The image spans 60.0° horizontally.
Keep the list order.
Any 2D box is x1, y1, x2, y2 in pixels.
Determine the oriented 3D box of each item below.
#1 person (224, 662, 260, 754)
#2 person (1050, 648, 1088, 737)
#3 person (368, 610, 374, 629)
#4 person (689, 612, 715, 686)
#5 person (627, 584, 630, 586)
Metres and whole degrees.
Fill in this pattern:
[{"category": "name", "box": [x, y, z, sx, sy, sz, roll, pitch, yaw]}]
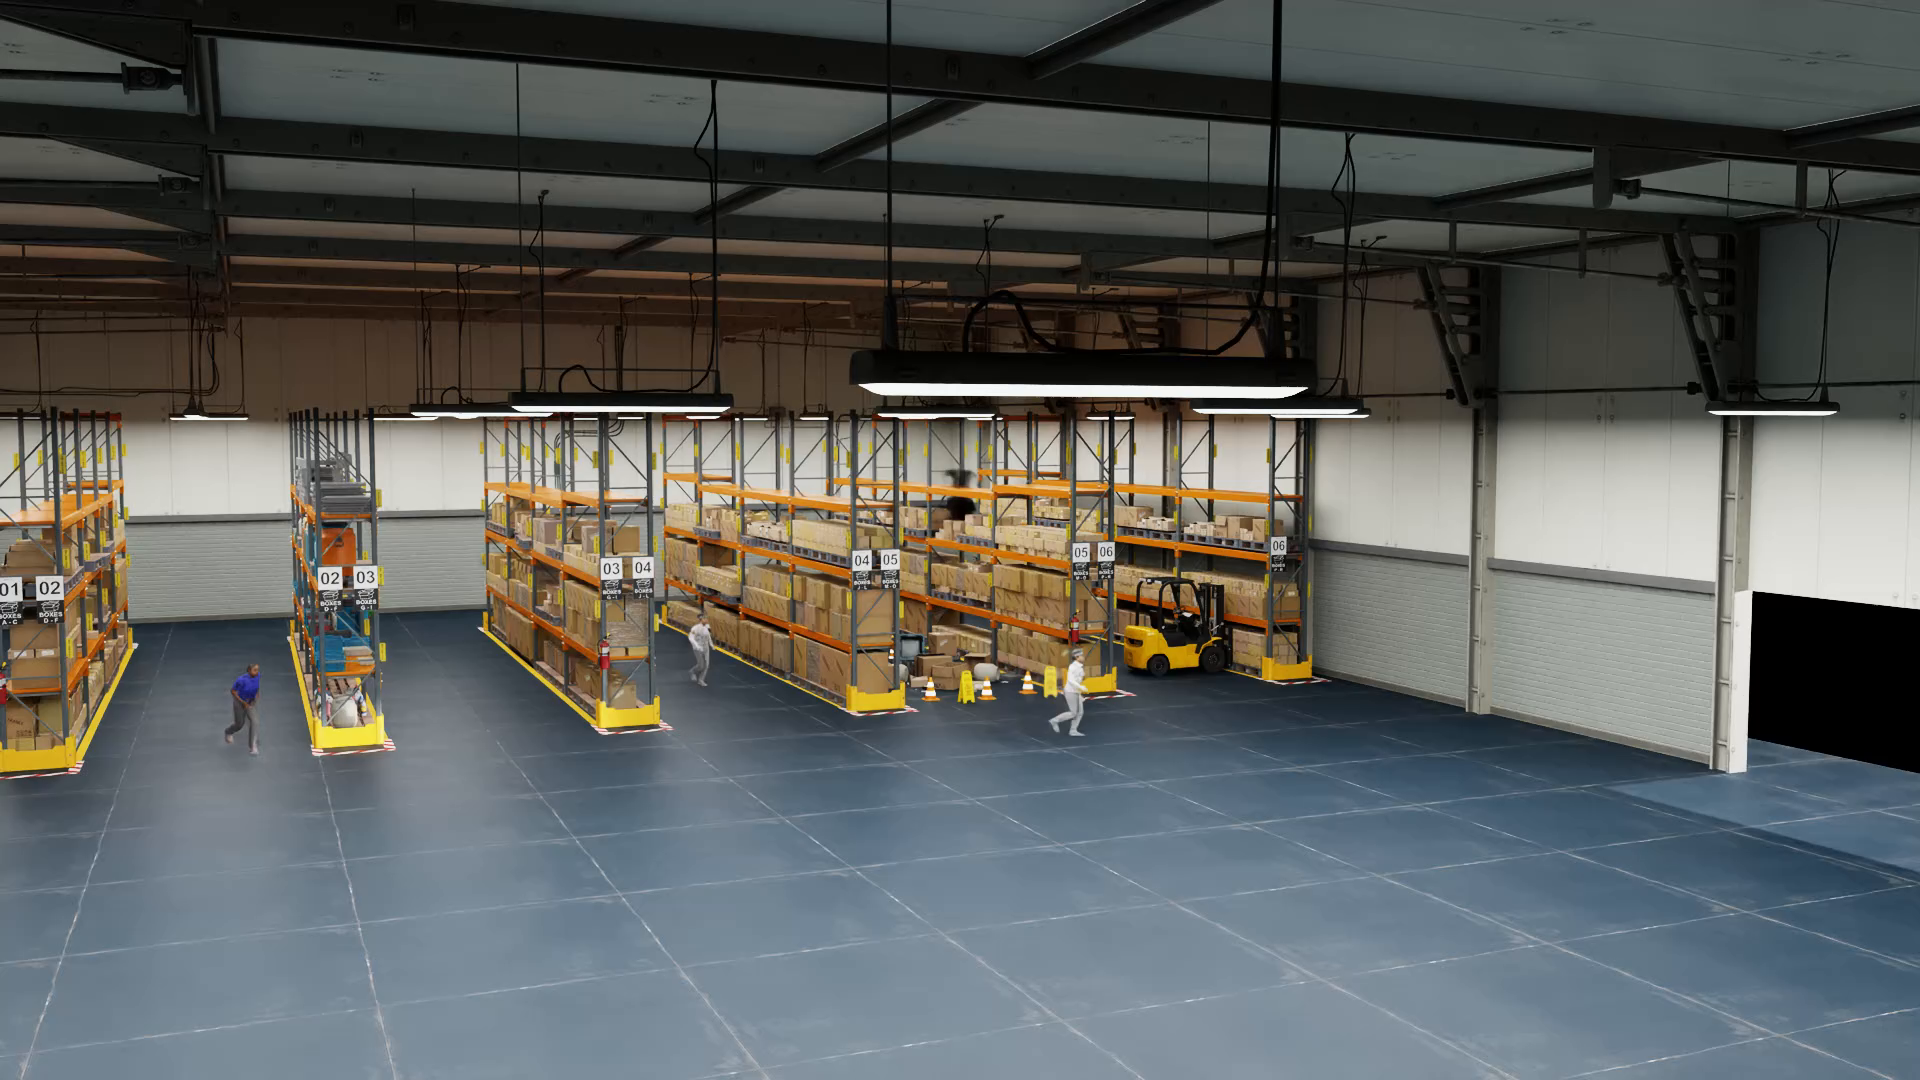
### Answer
[{"category": "person", "box": [-12.560, 2.923, 29.100, 0.960, 1.602, 0.598, 2, 5, 30]}, {"category": "person", "box": [2.013, 2.783, 30.469, 0.714, 1.641, 0.614, 1, 4, 17]}, {"category": "person", "box": [-16.584, 1.605, 46.612, 0.571, 1.723, 0.749, 0, 4, -1]}, {"category": "person", "box": [-5.692, 2.372, 36.366, 0.615, 1.629, 0.567, -4, 5, -43]}, {"category": "person", "box": [-9.637, 1.593, 47.780, 0.667, 1.628, 0.726, 0, 4, 5]}]
